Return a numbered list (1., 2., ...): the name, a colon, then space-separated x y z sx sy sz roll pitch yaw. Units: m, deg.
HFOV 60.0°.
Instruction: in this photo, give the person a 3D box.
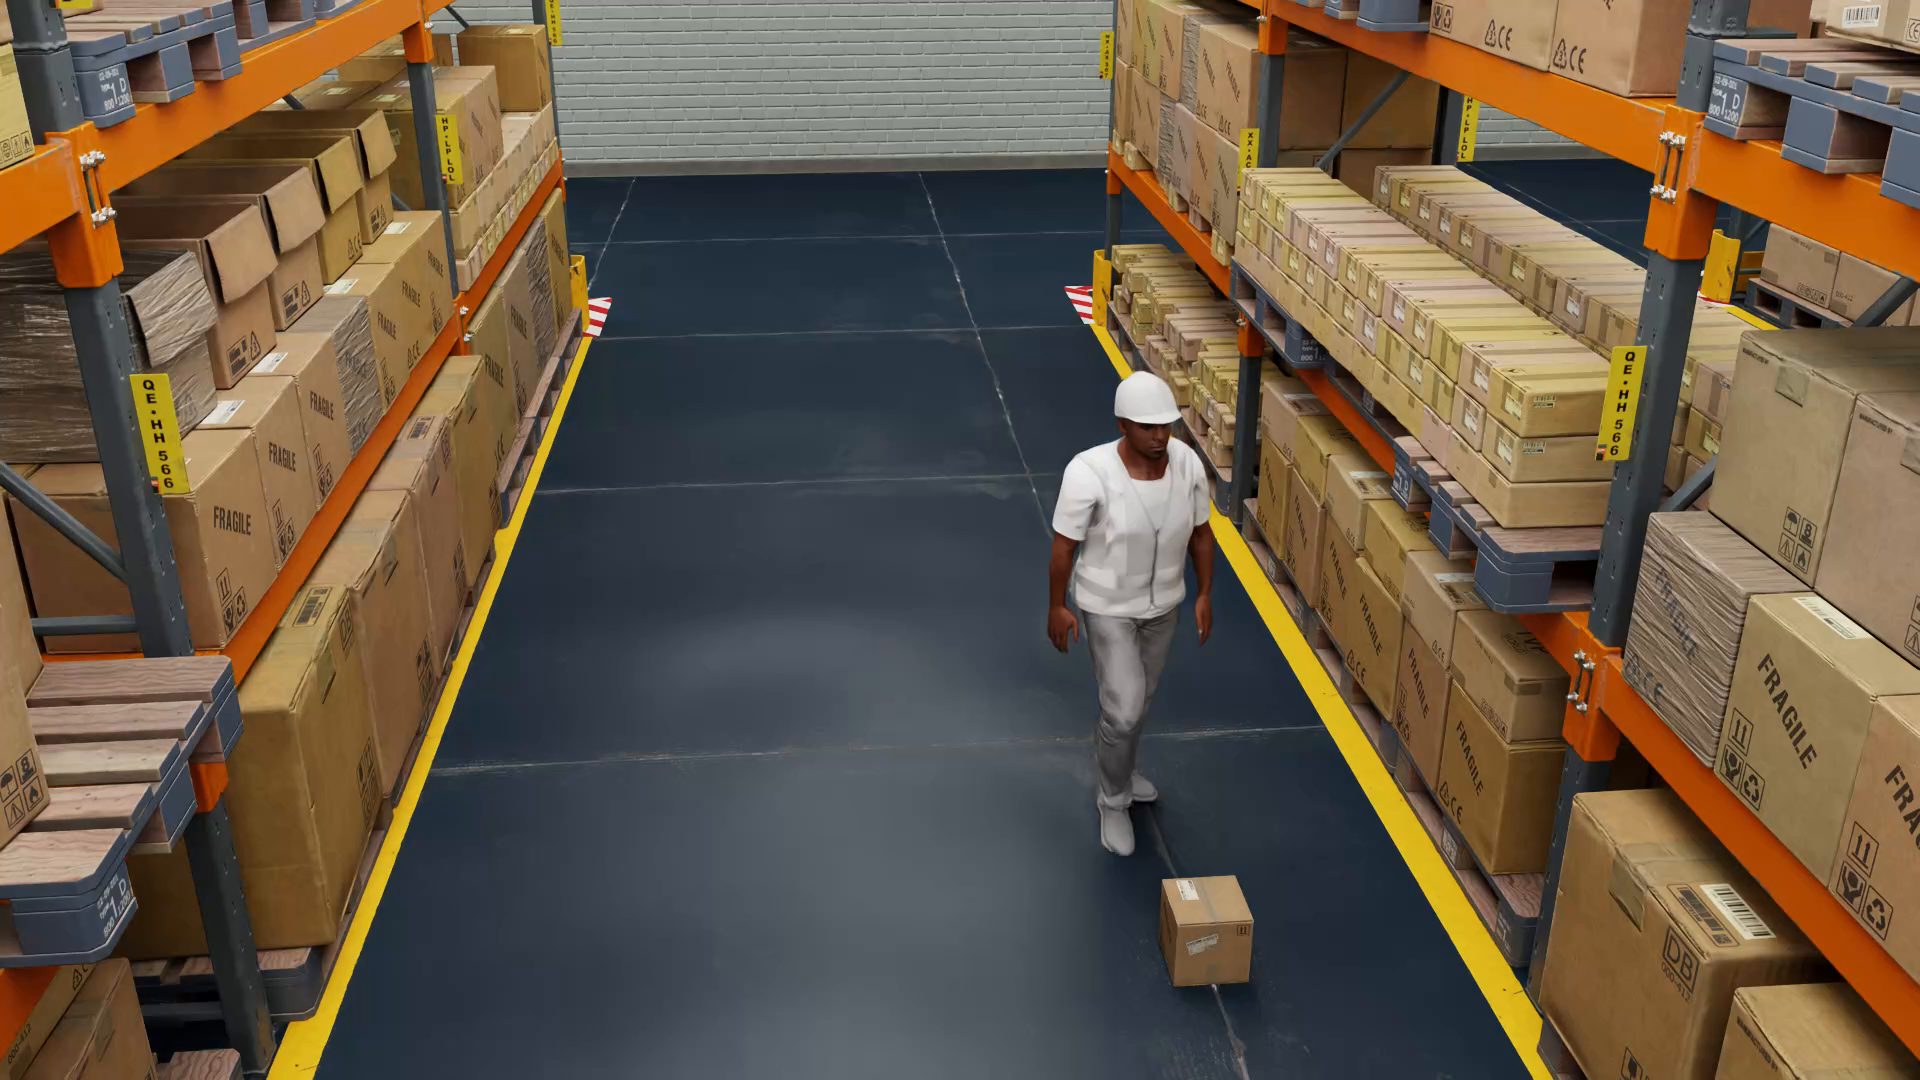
1. person: 0.622 0.241 6.034 0.595 1.802 0.515 -13 27 -27
